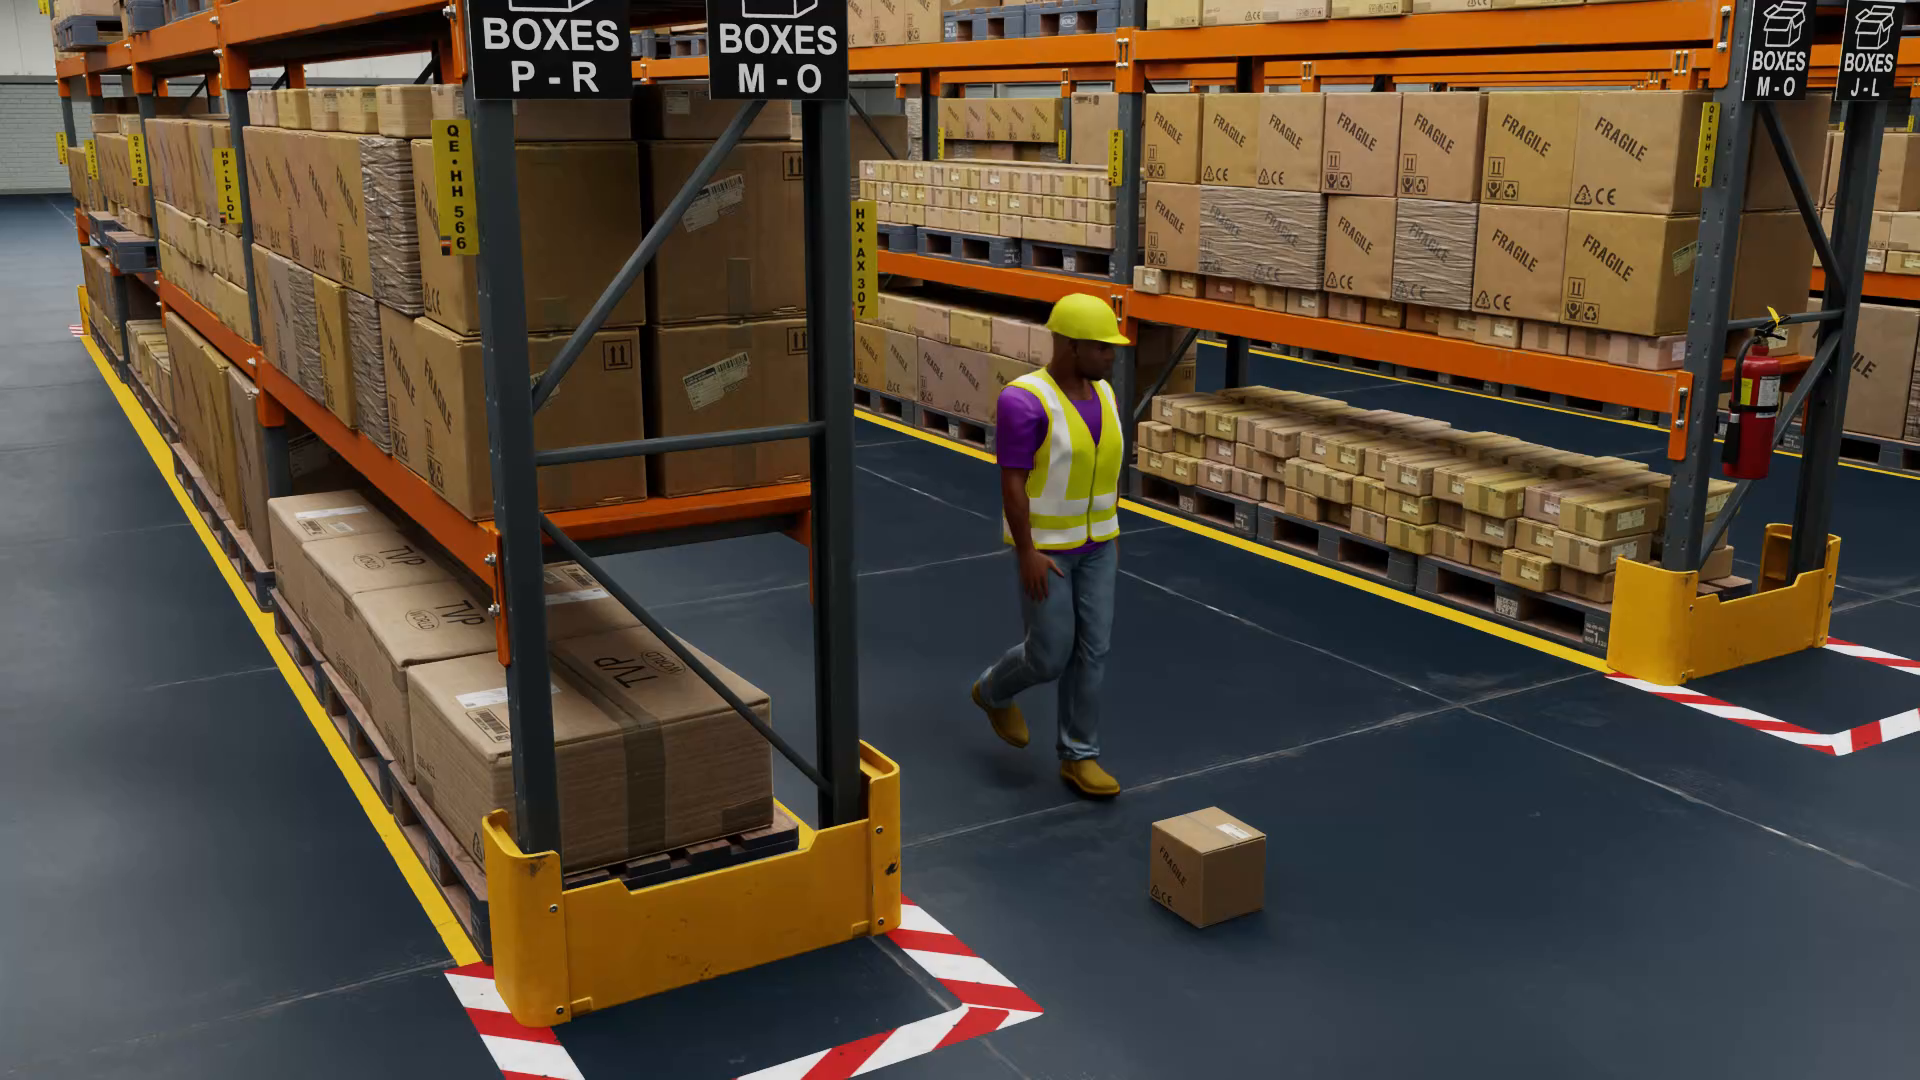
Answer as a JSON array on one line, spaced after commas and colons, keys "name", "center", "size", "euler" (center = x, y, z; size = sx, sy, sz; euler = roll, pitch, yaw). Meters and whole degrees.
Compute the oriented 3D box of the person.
[{"name": "person", "center": [0.353, 0.001, 5.924], "size": [0.586, 1.763, 0.693], "euler": [-10, 18, -34]}]
